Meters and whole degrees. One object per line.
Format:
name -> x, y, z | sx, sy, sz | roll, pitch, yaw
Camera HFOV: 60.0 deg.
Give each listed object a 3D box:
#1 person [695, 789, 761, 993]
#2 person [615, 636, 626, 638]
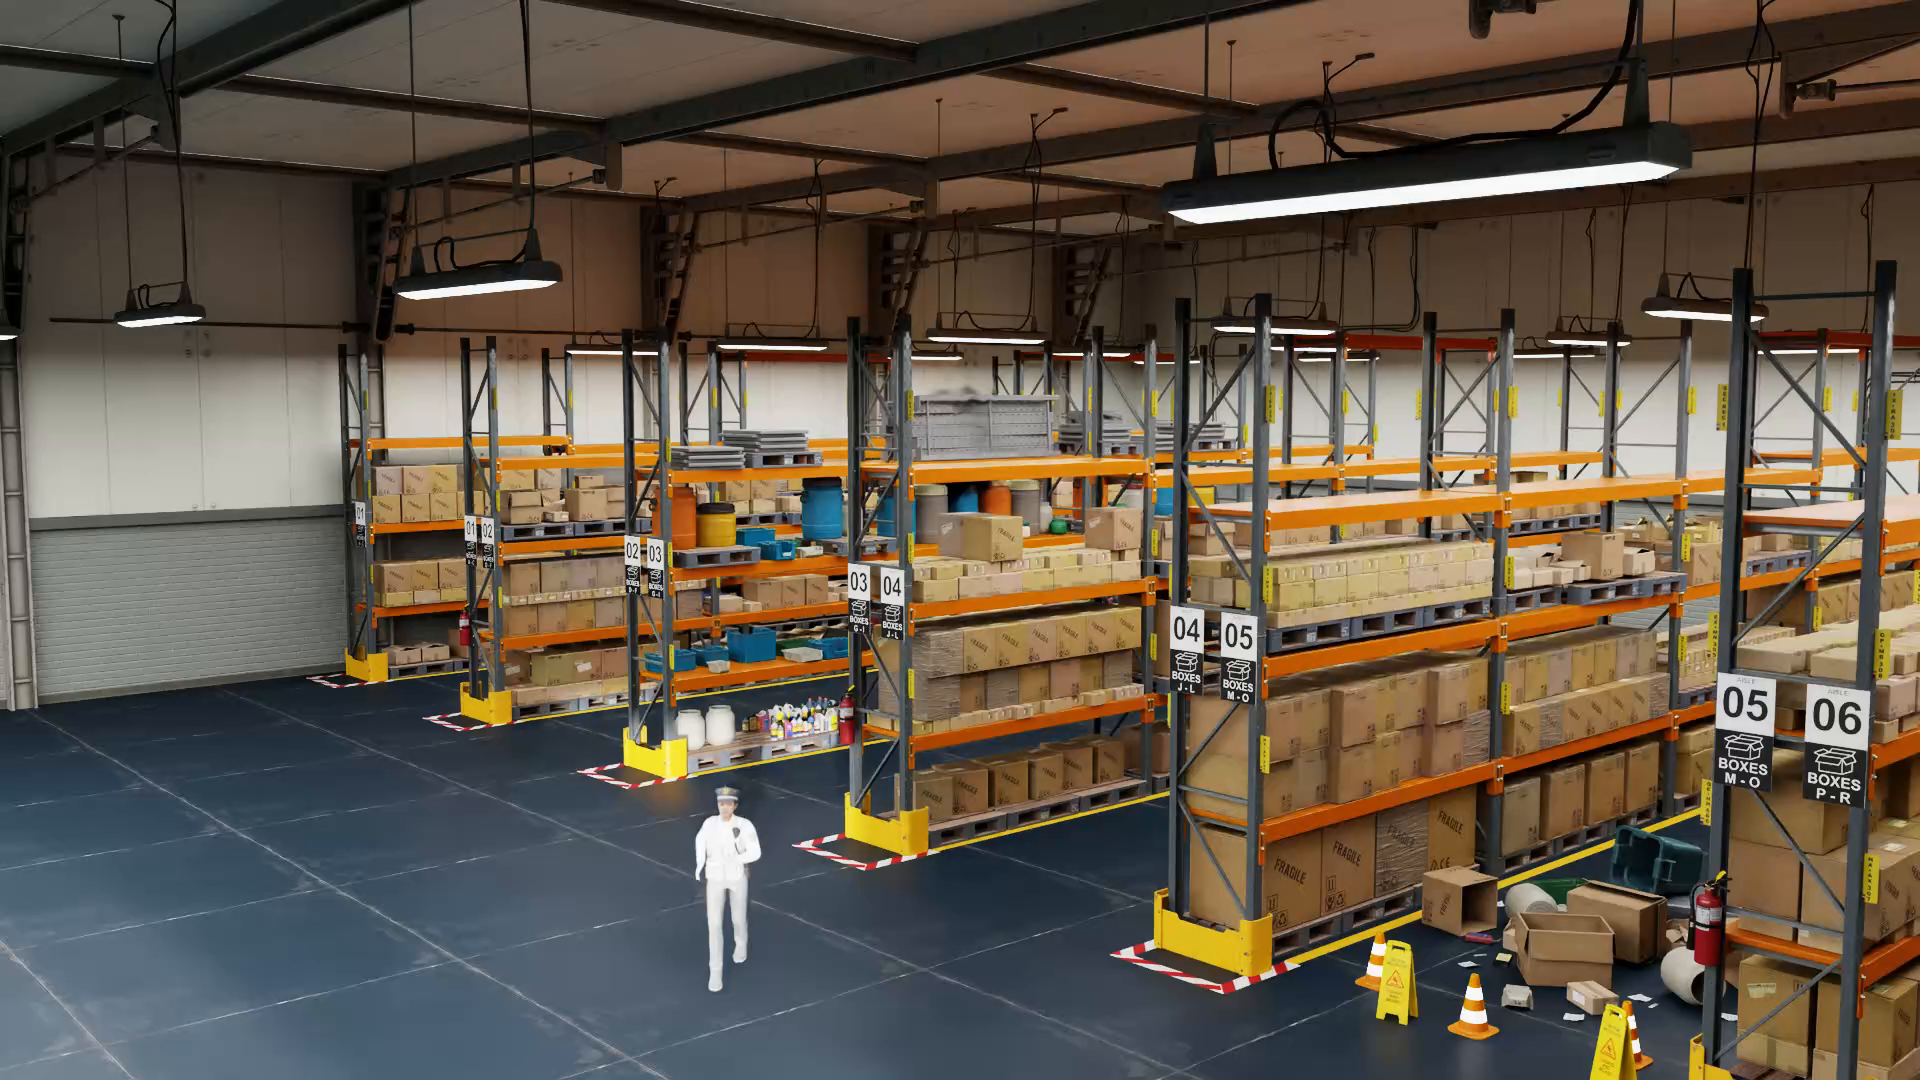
person -> -2.043, 2.994, 14.561 | 0.627, 1.677, 0.936 | 0, 5, 2
person -> -5.986, 1.663, 29.981 | 0.537, 1.712, 0.827 | 4, 7, 40
